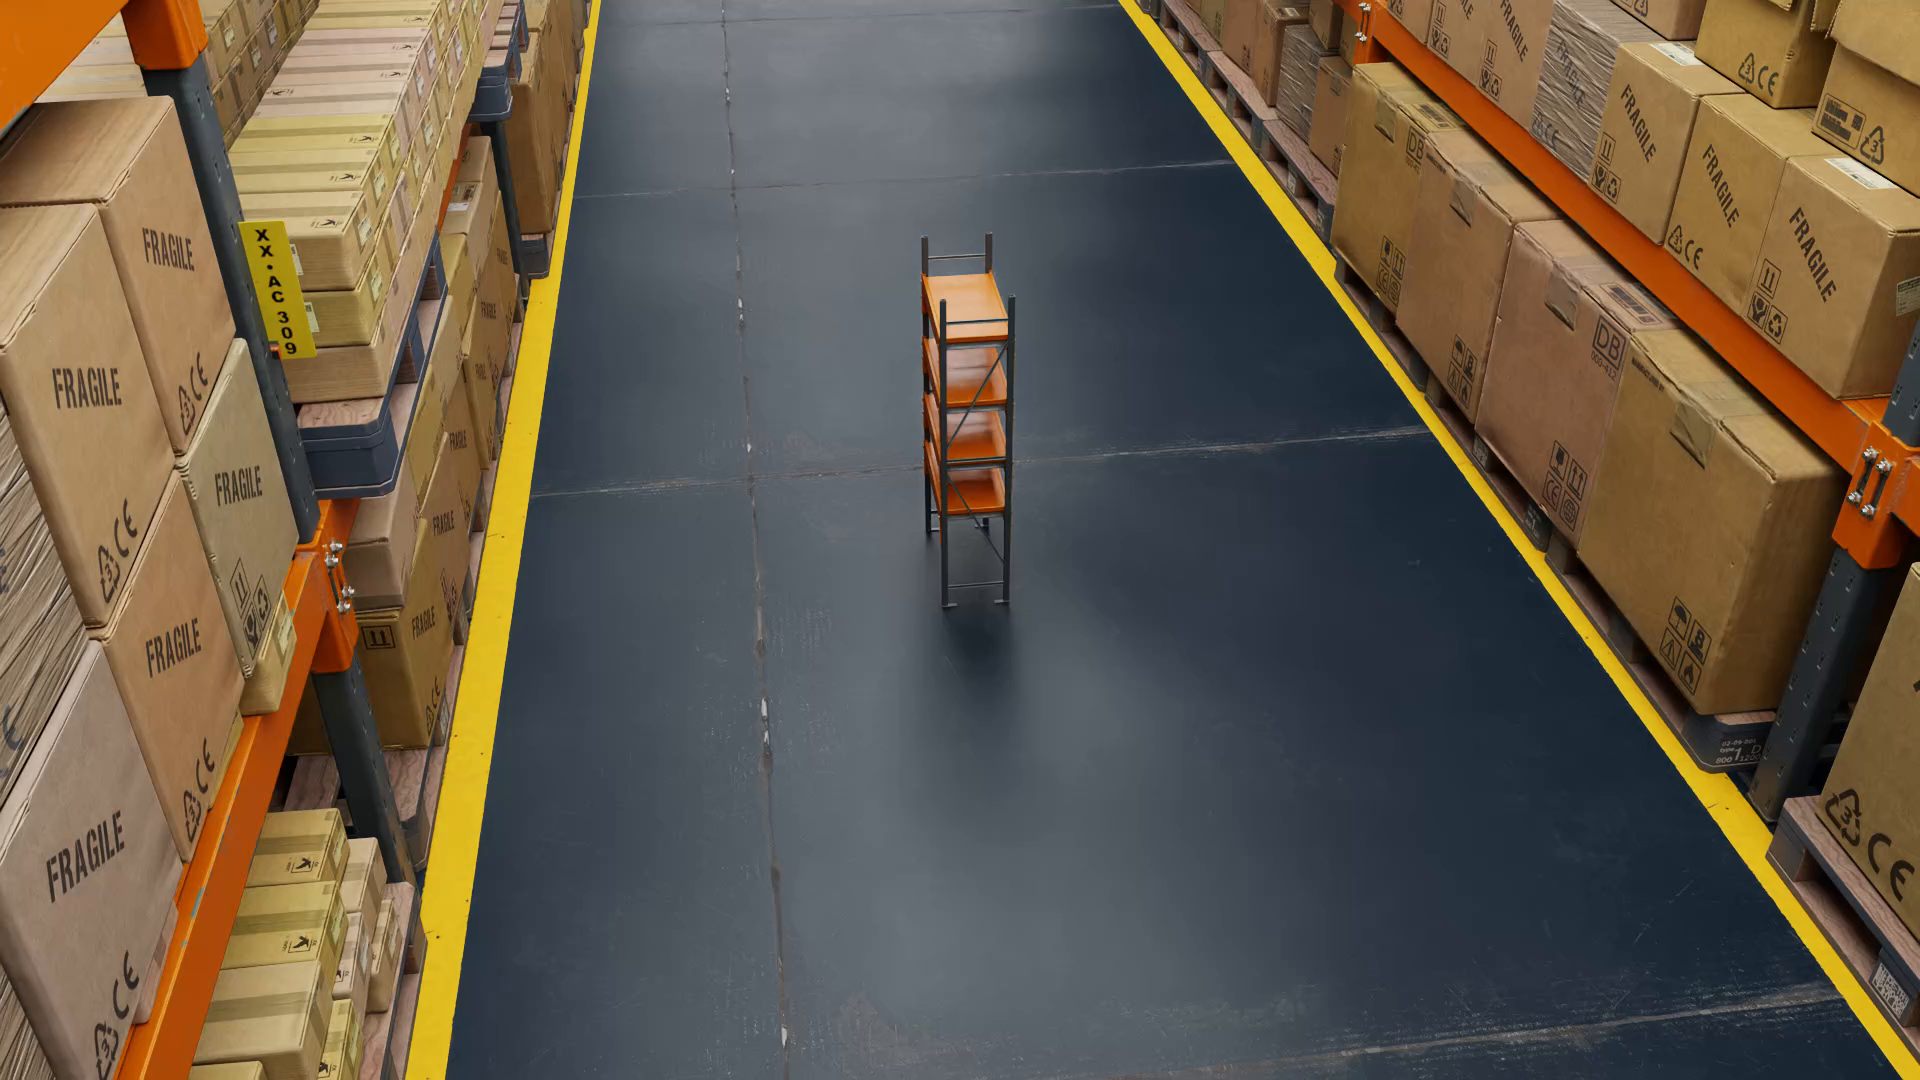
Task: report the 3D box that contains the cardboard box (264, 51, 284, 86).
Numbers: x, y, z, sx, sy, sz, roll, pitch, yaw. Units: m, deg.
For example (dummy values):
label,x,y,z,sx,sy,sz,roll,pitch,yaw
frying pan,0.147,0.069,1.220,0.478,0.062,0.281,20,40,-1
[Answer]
label,x,y,z,sx,sy,sz,roll,pitch,yaw
cardboard box,-2.549,-1.574,5.746,0.380,0.149,0.250,-3,34,-5

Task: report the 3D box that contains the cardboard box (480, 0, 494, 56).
label,x,y,z,sx,sy,sz,roll,pitch,yaw
cardboard box,-1.969,-1.915,6.247,0.380,0.149,0.250,-4,34,-6

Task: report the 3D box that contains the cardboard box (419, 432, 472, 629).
label,x,y,z,sx,sy,sz,roll,pitch,yaw
cardboard box,-1.929,-0.004,5.440,0.500,0.500,0.500,-3,34,-4

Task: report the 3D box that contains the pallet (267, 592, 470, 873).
label,x,y,z,sx,sy,sz,roll,pitch,yaw
pallet,-2.126,0.582,5.209,1.003,0.211,1.213,-4,35,-6

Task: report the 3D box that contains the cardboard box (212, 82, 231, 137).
label,x,y,z,sx,sy,sz,roll,pitch,yaw
cardboard box,-2.450,-1.271,5.038,0.380,0.149,0.250,-4,35,-6

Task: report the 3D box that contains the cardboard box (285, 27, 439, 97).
label,x,y,z,sx,sy,sz,roll,pitch,yaw
cardboard box,-1.792,-1.428,5.004,0.380,0.149,0.250,-3,34,-5

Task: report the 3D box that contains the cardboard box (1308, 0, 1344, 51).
label,x,y,z,sx,sy,sz,roll,pitch,yaw
cardboard box,2.170,-2.813,8.878,0.500,0.250,0.500,-1,34,-1

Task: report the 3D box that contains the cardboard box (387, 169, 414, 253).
label,x,y,z,sx,sy,sz,roll,pitch,yaw
cardboard box,-1.689,-0.872,4.452,0.380,0.149,0.250,-4,34,-5

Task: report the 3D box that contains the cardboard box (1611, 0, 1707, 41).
label,x,y,z,sx,sy,sz,roll,pitch,yaw
cardboard box,2.635,-1.997,5.537,0.797,0.503,0.637,-3,34,-5

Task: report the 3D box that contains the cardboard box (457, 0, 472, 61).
label,x,y,z,sx,sy,sz,roll,pitch,yaw
cardboard box,-1.900,-1.746,5.734,0.380,0.149,0.250,-5,35,-7

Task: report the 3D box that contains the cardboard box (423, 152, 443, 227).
label,x,y,z,sx,sy,sz,roll,pitch,yaw
cardboard box,-1.757,-1.037,4.958,0.380,0.149,0.250,-6,35,-8

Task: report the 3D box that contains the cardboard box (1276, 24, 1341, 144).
label,x,y,z,sx,sy,sz,roll,pitch,yaw
cardboard box,2.174,-2.517,9.109,0.700,0.500,0.500,-7,35,-10

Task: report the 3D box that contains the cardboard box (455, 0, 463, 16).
label,x,y,z,sx,sy,sz,roll,pitch,yaw
cardboard box,-1.904,-1.875,5.660,0.380,0.149,0.250,-4,35,-6

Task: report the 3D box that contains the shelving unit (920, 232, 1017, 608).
label,x,y,z,sx,sy,sz,roll,pitch,yaw
shelving unit,0.022,-0.403,5.777,0.258,1.200,0.503,-4,35,-6

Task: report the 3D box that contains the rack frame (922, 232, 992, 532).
label,x,y,z,sx,sy,sz,roll,pitch,yaw
rack frame,-0.011,-0.540,5.976,0.240,1.200,0.015,-4,35,-6

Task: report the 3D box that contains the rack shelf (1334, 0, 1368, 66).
label,x,y,z,sx,sy,sz,roll,pitch,yaw
rack shelf,2.102,-3.506,9.370,1.077,0.370,4.000,-4,35,-6

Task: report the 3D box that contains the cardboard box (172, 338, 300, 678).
label,x,y,z,sx,sy,sz,roll,pitch,yaw
cardboard box,-1.674,-0.052,3.310,0.500,0.500,0.500,-4,35,-6

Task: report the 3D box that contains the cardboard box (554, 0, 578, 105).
label,x,y,z,sx,sy,sz,roll,pitch,yaw
cardboard box,-2.797,-2.966,9.564,1.050,0.750,0.750,-4,35,-6

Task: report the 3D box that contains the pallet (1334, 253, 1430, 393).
label,x,y,z,sx,sy,sz,roll,pitch,yaw
pallet,2.402,-1.090,7.662,1.003,0.211,1.213,-4,35,-6

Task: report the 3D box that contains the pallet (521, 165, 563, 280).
label,x,y,z,sx,sy,sz,roll,pitch,yaw
pallet,-2.589,-1.662,8.501,1.003,0.211,1.213,-4,35,-6

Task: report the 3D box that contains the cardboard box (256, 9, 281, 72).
label,x,y,z,sx,sy,sz,roll,pitch,yaw
cardboard box,-2.547,-1.696,5.662,0.380,0.149,0.250,-4,35,-6

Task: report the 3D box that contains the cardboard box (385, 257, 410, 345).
label,x,y,z,sx,sy,sz,roll,pitch,yaw
cardboard box,-1.660,-0.615,4.339,0.380,0.149,0.250,-4,34,-6

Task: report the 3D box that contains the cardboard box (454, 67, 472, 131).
label,x,y,z,sx,sy,sz,roll,pitch,yaw
cardboard box,-1.868,-1.481,5.610,0.380,0.149,0.250,-3,34,-5

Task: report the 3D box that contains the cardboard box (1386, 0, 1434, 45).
label,x,y,z,sx,sy,sz,roll,pitch,yaw
cardboard box,2.167,-2.437,7.074,0.500,0.500,0.500,-3,34,-5

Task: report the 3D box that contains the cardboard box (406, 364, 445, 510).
label,x,y,z,sx,sy,sz,roll,pitch,yaw
cardboard box,-1.931,-0.316,5.231,0.500,0.250,0.500,-3,34,-5

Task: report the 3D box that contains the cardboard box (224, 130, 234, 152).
label,x,y,z,sx,sy,sz,roll,pitch,yaw
cardboard box,-2.447,-1.139,5.108,0.380,0.149,0.250,-3,34,-4

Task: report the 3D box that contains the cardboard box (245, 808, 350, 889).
label,x,y,z,sx,sy,sz,roll,pitch,yaw
cardboard box,-1.714,0.801,4.041,0.380,0.149,0.250,-3,34,-5

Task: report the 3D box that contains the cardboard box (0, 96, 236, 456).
label,x,y,z,sx,sy,sz,roll,pitch,yaw
cardboard box,-1.688,-0.472,3.038,0.500,0.500,0.500,-6,35,-8

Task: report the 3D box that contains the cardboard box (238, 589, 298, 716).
label,x,y,z,sx,sy,sz,roll,pitch,yaw
cardboard box,-1.606,0.245,3.450,0.380,0.149,0.250,-5,35,-8

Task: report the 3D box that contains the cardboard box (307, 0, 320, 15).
label,x,y,z,sx,sy,sz,roll,pitch,yaw
cardboard box,-2.661,-2.023,6.406,0.380,0.149,0.250,-3,34,-4

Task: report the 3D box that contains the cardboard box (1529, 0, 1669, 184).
label,x,y,z,sx,sy,sz,roll,pitch,yaw
cardboard box,2.376,-1.585,5.823,0.500,0.500,0.500,-4,35,-6

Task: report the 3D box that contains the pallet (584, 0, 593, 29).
label,x,y,z,sx,sy,sz,roll,pitch,yaw
pallet,-3.120,-3.878,11.754,1.003,0.211,1.213,-4,35,-6

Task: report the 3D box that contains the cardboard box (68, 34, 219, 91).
label,x,y,z,sx,sy,sz,roll,pitch,yaw
cardboard box,-2.441,-1.388,4.946,0.380,0.149,0.250,-6,35,-9

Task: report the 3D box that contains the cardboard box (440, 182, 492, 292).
label,x,y,z,sx,sy,sz,roll,pitch,yaw
cardboard box,-2.127,-1.176,6.493,0.500,0.250,0.500,-4,34,-6

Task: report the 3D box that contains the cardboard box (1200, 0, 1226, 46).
label,x,y,z,sx,sy,sz,roll,pitch,yaw
cardboard box,1.940,-3.457,10.488,0.700,0.500,0.500,-5,35,-7

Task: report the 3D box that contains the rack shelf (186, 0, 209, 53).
label,x,y,z,sx,sy,sz,roll,pitch,yaw
rack shelf,-2.288,-2.195,4.782,1.077,0.370,4.000,-4,35,-6

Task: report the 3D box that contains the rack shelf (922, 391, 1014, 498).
label,x,y,z,sx,sy,sz,roll,pitch,yaw
rack shelf,0.022,-0.348,5.814,0.258,0.148,0.480,-4,35,-6

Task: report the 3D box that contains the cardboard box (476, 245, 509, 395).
label,x,y,z,sx,sy,sz,roll,pitch,yaw
cardboard box,-2.144,-0.872,6.712,0.500,0.500,0.500,-3,34,-4

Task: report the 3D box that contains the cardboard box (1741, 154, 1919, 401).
label,x,y,z,sx,sy,sz,roll,pitch,yaw
cardboard box,2.576,-0.737,4.579,0.500,0.500,0.500,-4,35,-6

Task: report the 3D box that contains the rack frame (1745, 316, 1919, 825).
label,x,y,z,sx,sy,sz,roll,pitch,yaw
rack frame,2.909,-0.455,4.255,1.000,3.000,0.127,-4,35,-6

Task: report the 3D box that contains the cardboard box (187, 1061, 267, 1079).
label,x,y,z,sx,sy,sz,roll,pitch,yaw
cardboard box,-1.642,1.230,3.412,0.380,0.149,0.250,-3,34,-5

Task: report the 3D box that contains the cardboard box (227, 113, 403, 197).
label,x,y,z,sx,sy,sz,roll,pitch,yaw
cardboard box,-1.692,-1.005,4.383,0.380,0.149,0.250,-4,34,-6

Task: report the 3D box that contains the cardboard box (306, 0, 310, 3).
label,x,y,z,sx,sy,sz,roll,pitch,yaw
cardboard box,-2.653,-2.125,6.290,0.380,0.149,0.250,-3,34,-4

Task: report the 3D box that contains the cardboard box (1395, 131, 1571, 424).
label,x,y,z,sx,sy,sz,roll,pitch,yaw
cardboard box,2.556,-1.098,6.712,1.225,0.875,0.875,-4,35,-6

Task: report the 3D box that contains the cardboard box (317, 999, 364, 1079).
label,x,y,z,sx,sy,sz,roll,pitch,yaw
cardboard box,-1.560,1.195,3.727,0.380,0.149,0.250,-6,35,-8

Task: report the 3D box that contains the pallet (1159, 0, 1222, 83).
label,x,y,z,sx,sy,sz,roll,pitch,yaw
pallet,1.939,-3.333,10.953,1.003,0.211,1.213,-4,35,-6

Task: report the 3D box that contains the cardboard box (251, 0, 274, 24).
label,x,y,z,sx,sy,sz,roll,pitch,yaw
cardboard box,-2.547,-1.826,5.587,0.380,0.149,0.250,-3,34,-4

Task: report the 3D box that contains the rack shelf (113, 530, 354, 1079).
label,x,y,z,sx,sy,sz,roll,pitch,yaw
rack shelf,-1.750,1.277,2.351,1.077,0.370,4.000,-4,35,-6

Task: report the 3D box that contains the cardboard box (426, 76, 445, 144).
label,x,y,z,sx,sy,sz,roll,pitch,yaw
cardboard box,-1.798,-1.315,5.103,0.380,0.149,0.250,-5,35,-7

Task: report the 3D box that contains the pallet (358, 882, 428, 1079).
label,x,y,z,sx,sy,sz,roll,pitch,yaw
pallet,-1.894,1.388,4.026,1.003,0.211,1.213,-4,35,-6
